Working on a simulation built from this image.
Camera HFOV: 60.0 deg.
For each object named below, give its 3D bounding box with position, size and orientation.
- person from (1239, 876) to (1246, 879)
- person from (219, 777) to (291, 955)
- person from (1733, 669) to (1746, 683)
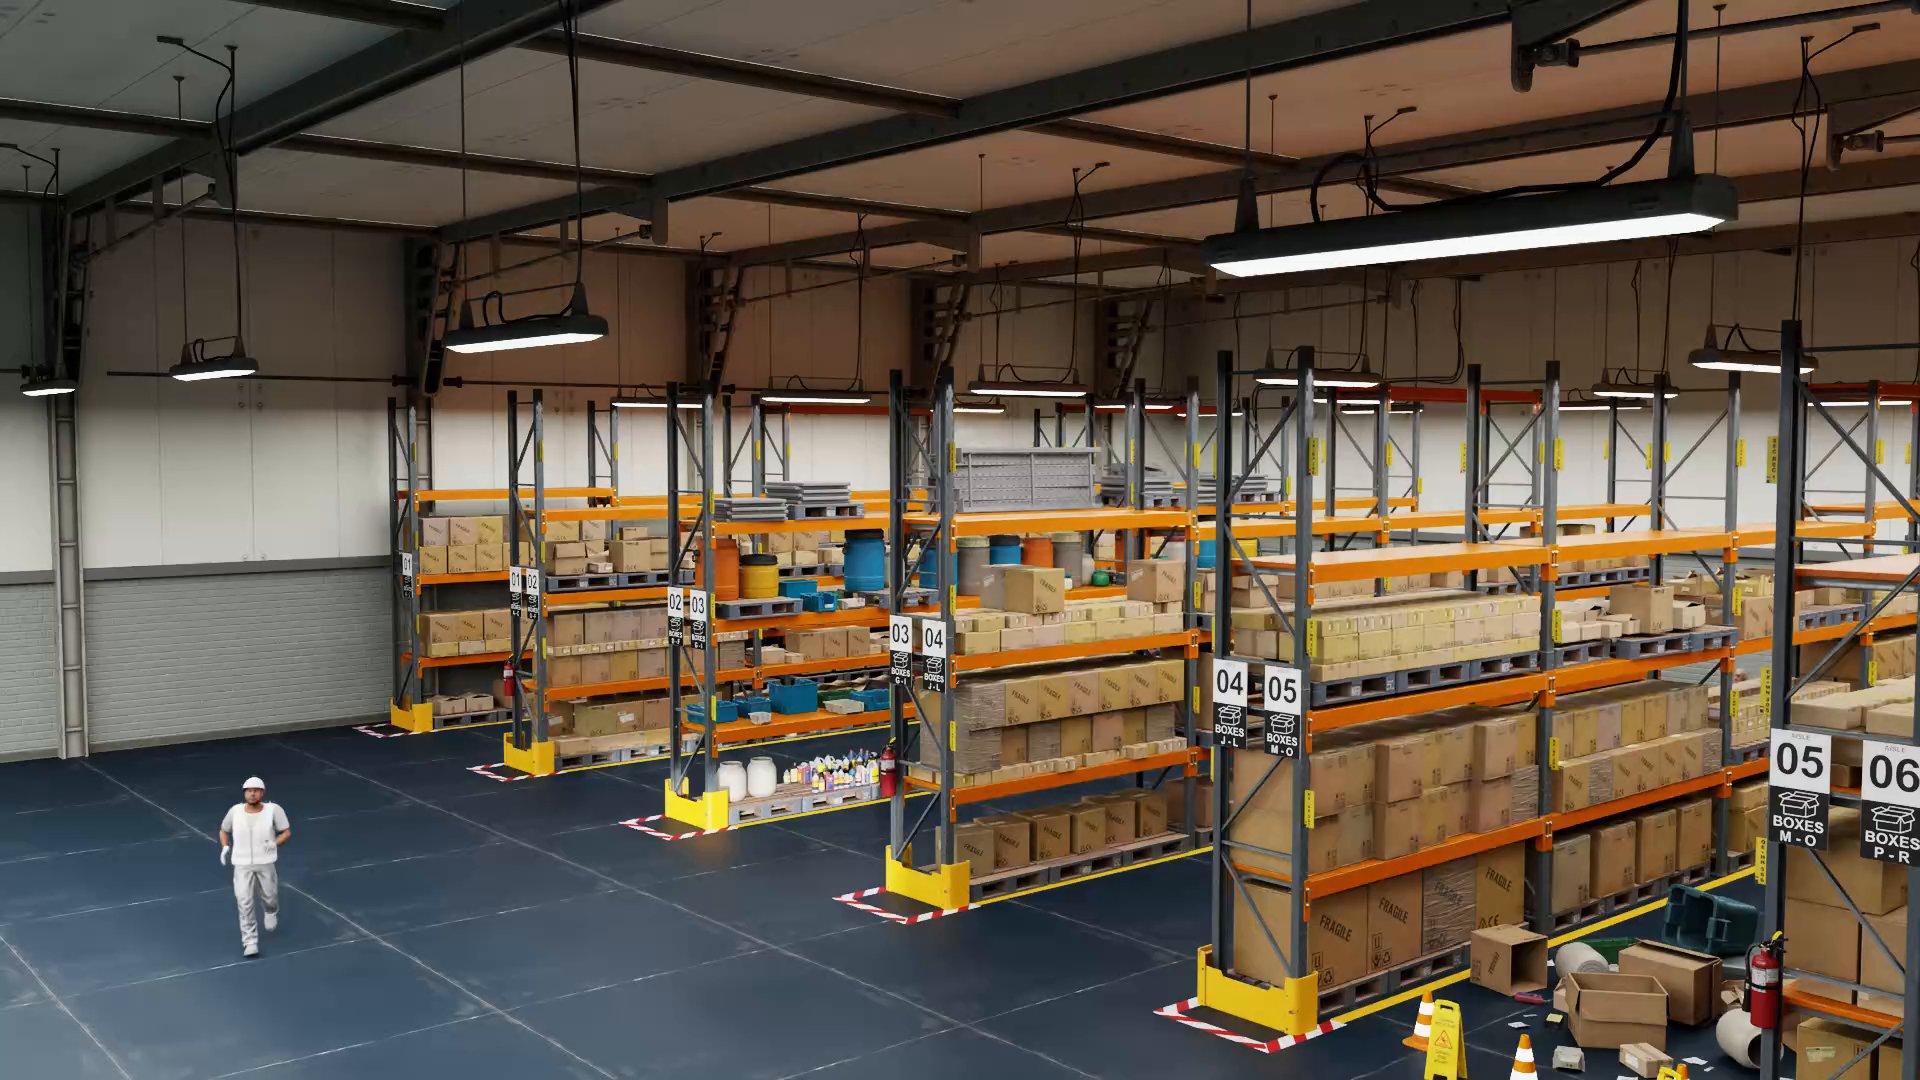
[{"bbox_3d":[3.222,3.269,17.710,0.656,1.748,0.704,-3,5,-43],"label":"person"},{"bbox_3d":[-7.208,3.298,16.996,0.697,1.751,0.839,-1,3,-16],"label":"person"},{"bbox_3d":[11.742,2.813,25.101,0.840,1.751,0.712,-2,4,-37],"label":"person"}]
